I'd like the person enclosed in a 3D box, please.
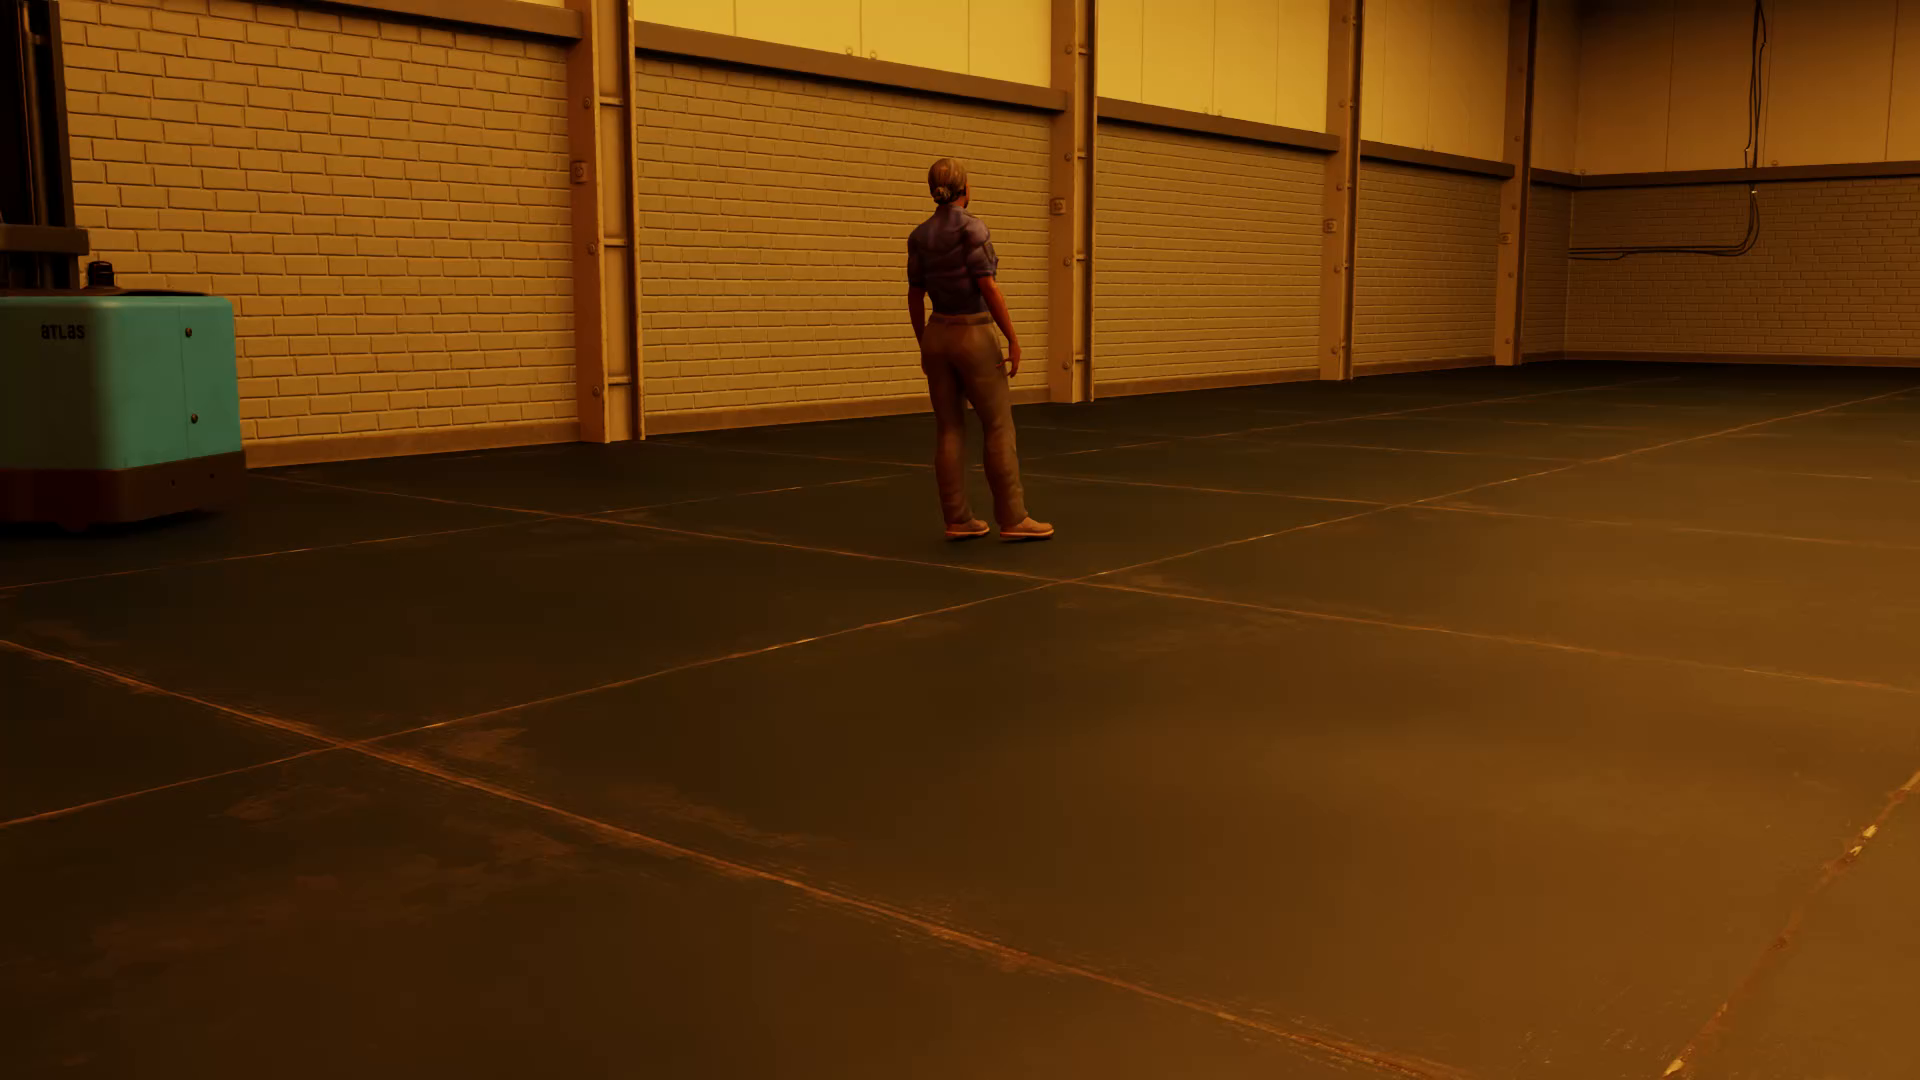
[{"bbox_3d":[0.071,-0.834,7.339,0.569,1.656,0.503,7,11,38],"label":"person"}]

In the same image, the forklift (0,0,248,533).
[{"bbox_3d":[-5.134,-1.558,7.930,3.031,2.935,1.130,1,8,9],"label":"forklift"}]
